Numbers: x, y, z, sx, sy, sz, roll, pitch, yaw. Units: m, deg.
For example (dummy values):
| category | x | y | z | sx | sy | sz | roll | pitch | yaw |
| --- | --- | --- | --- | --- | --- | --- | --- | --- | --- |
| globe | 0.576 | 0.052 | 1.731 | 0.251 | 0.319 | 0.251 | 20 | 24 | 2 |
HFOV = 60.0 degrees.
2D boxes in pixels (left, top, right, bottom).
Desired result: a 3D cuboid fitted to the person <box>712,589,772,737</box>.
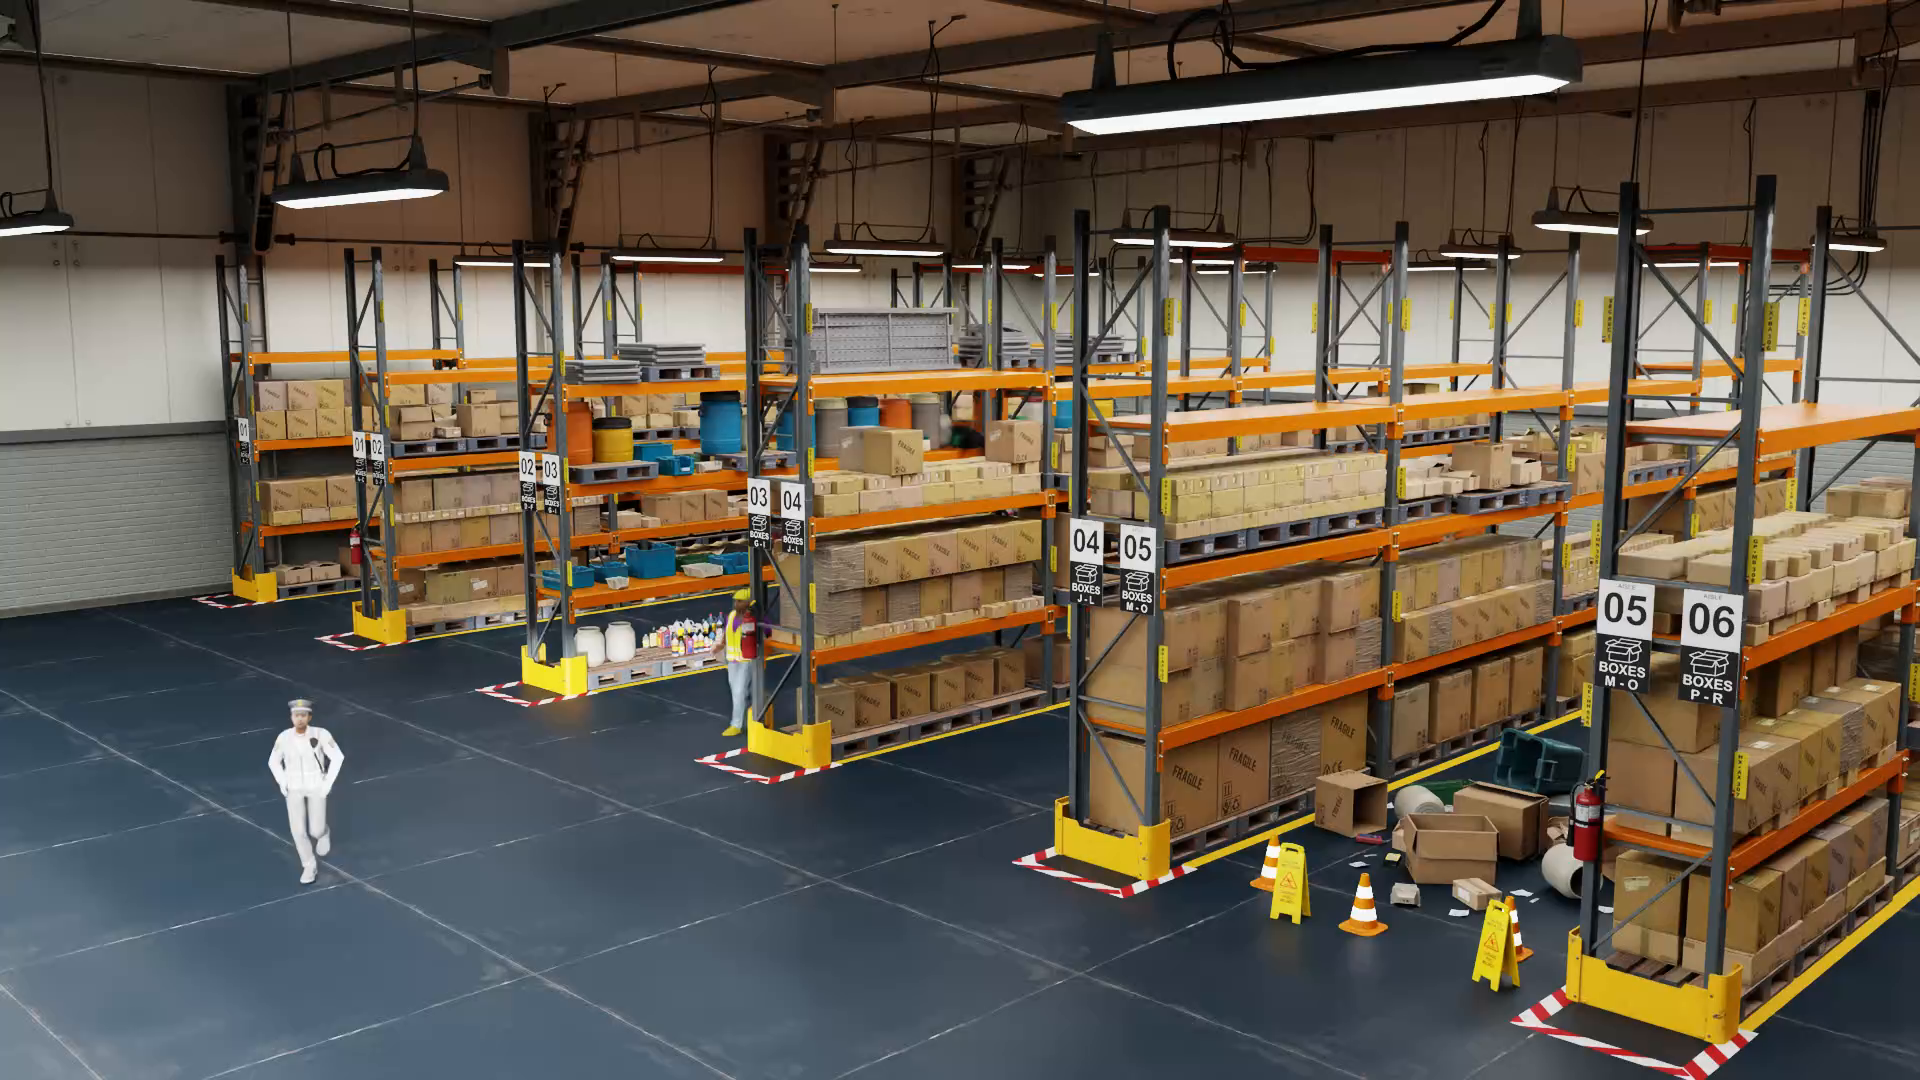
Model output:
| category | x | y | z | sx | sy | sz | roll | pitch | yaw |
| --- | --- | --- | --- | --- | --- | --- | --- | --- | --- |
| person | -2.607 | 1.460 | 20.199 | 0.697 | 1.751 | 0.868 | 6 | 10 | 34 |

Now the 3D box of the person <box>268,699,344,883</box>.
| category | x | y | z | sx | sy | sz | roll | pitch | yaw |
| --- | --- | --- | --- | --- | --- | --- | --- | --- | --- |
| person | -5.912 | 2.224 | 15.063 | 0.642 | 1.652 | 0.623 | -2 | 8 | -13 |

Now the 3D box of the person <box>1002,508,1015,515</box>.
| category | x | y | z | sx | sy | sz | roll | pitch | yaw |
| --- | --- | --- | --- | --- | --- | --- | --- | --- | --- |
| person | 0.799 | -0.267 | 32.531 | 0.541 | 1.635 | 0.637 | 7 | 11 | 40 |

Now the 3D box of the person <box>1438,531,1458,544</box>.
| category | x | y | z | sx | sy | sz | roll | pitch | yaw |
| --- | --- | --- | --- | --- | --- | --- | --- | --- | --- |
| person | 7.600 | 0.647 | 25.940 | 0.663 | 1.763 | 0.752 | 8 | 11 | 44 |
